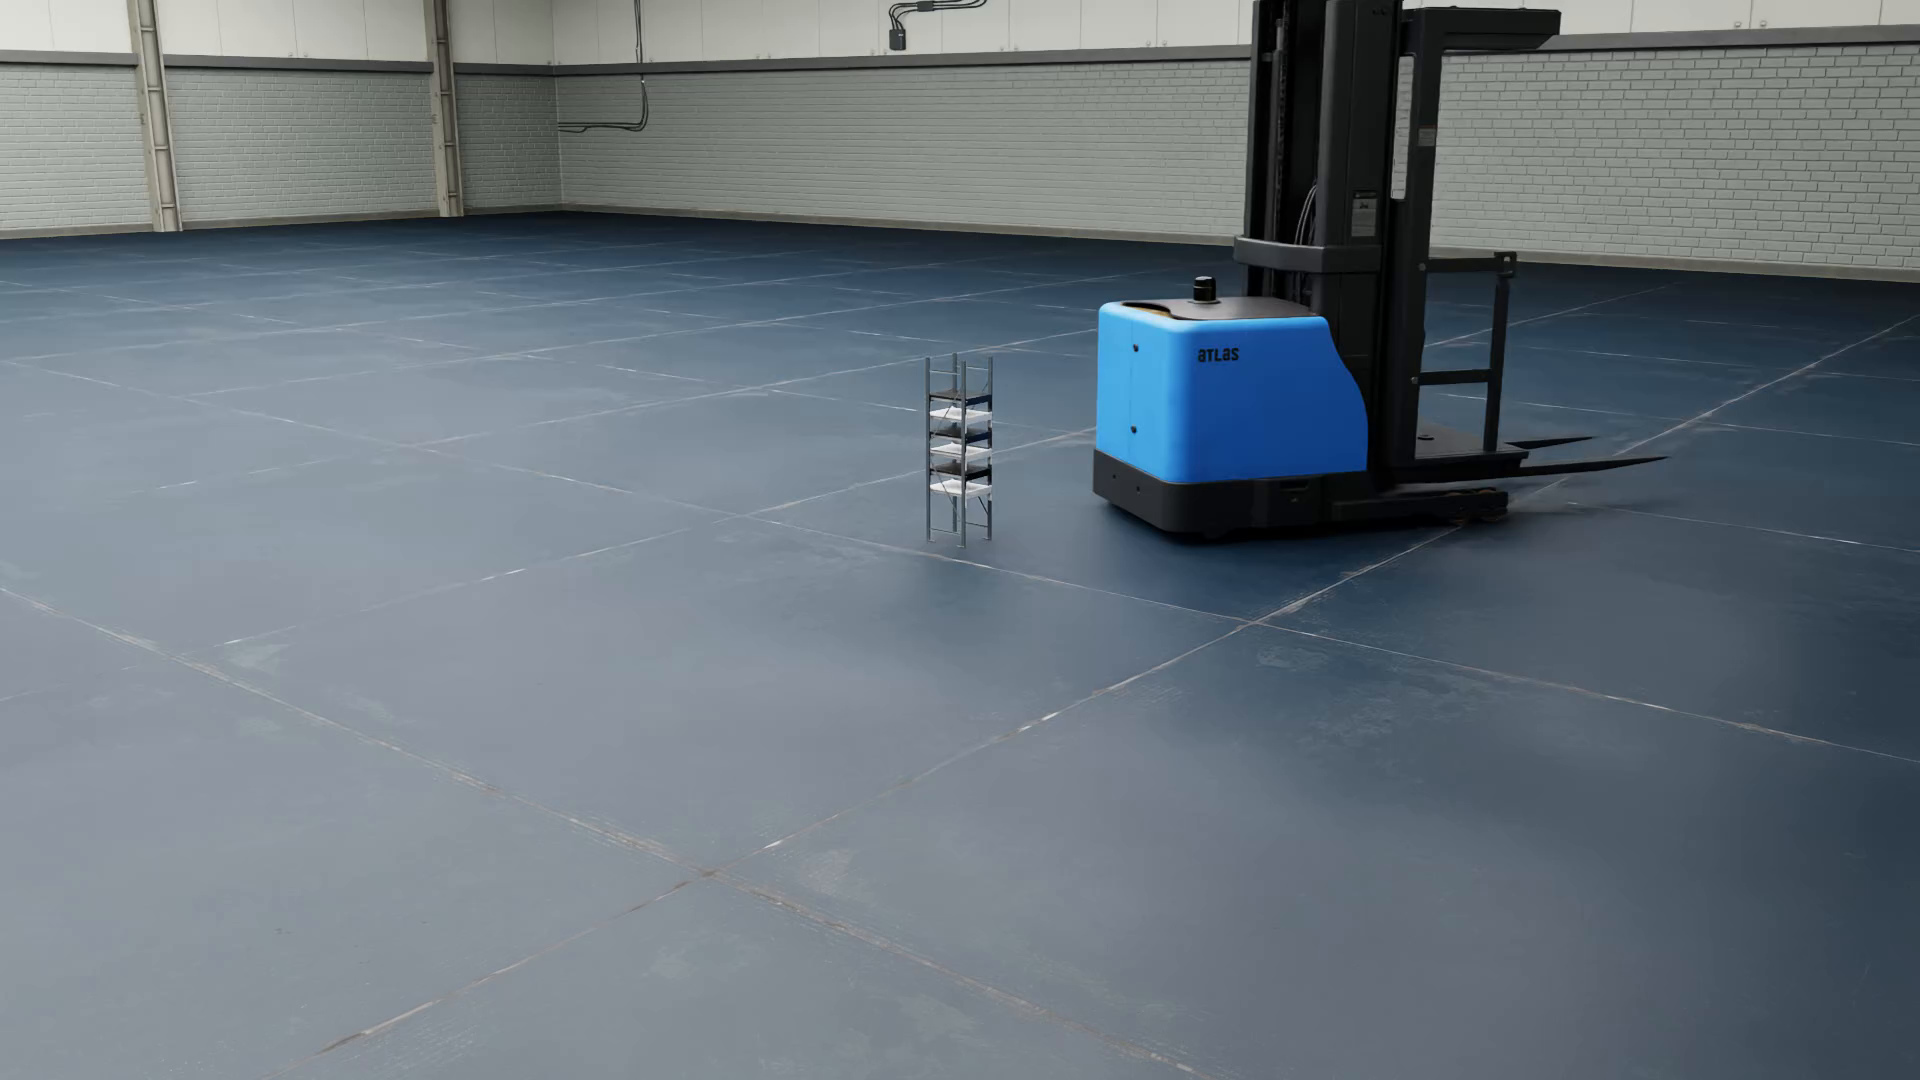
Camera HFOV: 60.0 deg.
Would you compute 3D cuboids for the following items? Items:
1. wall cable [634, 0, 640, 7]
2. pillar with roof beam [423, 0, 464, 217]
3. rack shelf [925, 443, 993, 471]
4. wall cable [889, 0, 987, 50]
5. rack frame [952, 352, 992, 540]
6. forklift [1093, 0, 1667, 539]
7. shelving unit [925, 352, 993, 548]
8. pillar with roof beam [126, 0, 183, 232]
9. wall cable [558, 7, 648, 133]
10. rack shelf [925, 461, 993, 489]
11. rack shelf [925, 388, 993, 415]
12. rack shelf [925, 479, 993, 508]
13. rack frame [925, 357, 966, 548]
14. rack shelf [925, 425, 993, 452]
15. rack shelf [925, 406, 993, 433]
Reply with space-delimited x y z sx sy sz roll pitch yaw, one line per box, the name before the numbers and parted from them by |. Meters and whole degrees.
wall cable | -5.636 -12.007 33.160 3.097 2.526 0.112 11 18 38
pillar with roof beam | -7.271 -10.457 31.010 9.100 9.000 0.400 11 18 38
rack shelf | -0.005 -0.402 8.014 0.258 0.077 0.200 11 18 38
wall cable | -0.366 -11.659 28.834 2.305 6.003 0.169 11 18 38
rack frame | 0.059 -0.454 8.083 0.240 0.900 0.006 11 18 38
forklift | 2.280 -1.616 8.531 3.031 2.935 1.130 -5 15 -17
shelving unit | -0.005 -0.435 8.006 0.258 0.900 0.210 11 18 38
pillar with roof beam | -11.042 -9.308 26.487 9.100 9.000 0.400 11 18 38
wall cable | -7.740 -9.978 35.430 3.097 2.526 0.112 11 18 38
rack shelf | -0.005 -0.315 8.036 0.258 0.077 0.200 11 18 38
rack shelf | -0.005 -0.664 7.948 0.258 0.077 0.200 11 18 38
rack shelf | -0.005 -0.228 8.059 0.258 0.077 0.200 11 18 38
rack frame | -0.069 -0.415 7.929 0.240 0.900 0.006 11 18 38
rack shelf | -0.005 -0.490 7.992 0.258 0.077 0.200 11 18 38
rack shelf | -0.005 -0.577 7.970 0.258 0.077 0.200 11 18 38
